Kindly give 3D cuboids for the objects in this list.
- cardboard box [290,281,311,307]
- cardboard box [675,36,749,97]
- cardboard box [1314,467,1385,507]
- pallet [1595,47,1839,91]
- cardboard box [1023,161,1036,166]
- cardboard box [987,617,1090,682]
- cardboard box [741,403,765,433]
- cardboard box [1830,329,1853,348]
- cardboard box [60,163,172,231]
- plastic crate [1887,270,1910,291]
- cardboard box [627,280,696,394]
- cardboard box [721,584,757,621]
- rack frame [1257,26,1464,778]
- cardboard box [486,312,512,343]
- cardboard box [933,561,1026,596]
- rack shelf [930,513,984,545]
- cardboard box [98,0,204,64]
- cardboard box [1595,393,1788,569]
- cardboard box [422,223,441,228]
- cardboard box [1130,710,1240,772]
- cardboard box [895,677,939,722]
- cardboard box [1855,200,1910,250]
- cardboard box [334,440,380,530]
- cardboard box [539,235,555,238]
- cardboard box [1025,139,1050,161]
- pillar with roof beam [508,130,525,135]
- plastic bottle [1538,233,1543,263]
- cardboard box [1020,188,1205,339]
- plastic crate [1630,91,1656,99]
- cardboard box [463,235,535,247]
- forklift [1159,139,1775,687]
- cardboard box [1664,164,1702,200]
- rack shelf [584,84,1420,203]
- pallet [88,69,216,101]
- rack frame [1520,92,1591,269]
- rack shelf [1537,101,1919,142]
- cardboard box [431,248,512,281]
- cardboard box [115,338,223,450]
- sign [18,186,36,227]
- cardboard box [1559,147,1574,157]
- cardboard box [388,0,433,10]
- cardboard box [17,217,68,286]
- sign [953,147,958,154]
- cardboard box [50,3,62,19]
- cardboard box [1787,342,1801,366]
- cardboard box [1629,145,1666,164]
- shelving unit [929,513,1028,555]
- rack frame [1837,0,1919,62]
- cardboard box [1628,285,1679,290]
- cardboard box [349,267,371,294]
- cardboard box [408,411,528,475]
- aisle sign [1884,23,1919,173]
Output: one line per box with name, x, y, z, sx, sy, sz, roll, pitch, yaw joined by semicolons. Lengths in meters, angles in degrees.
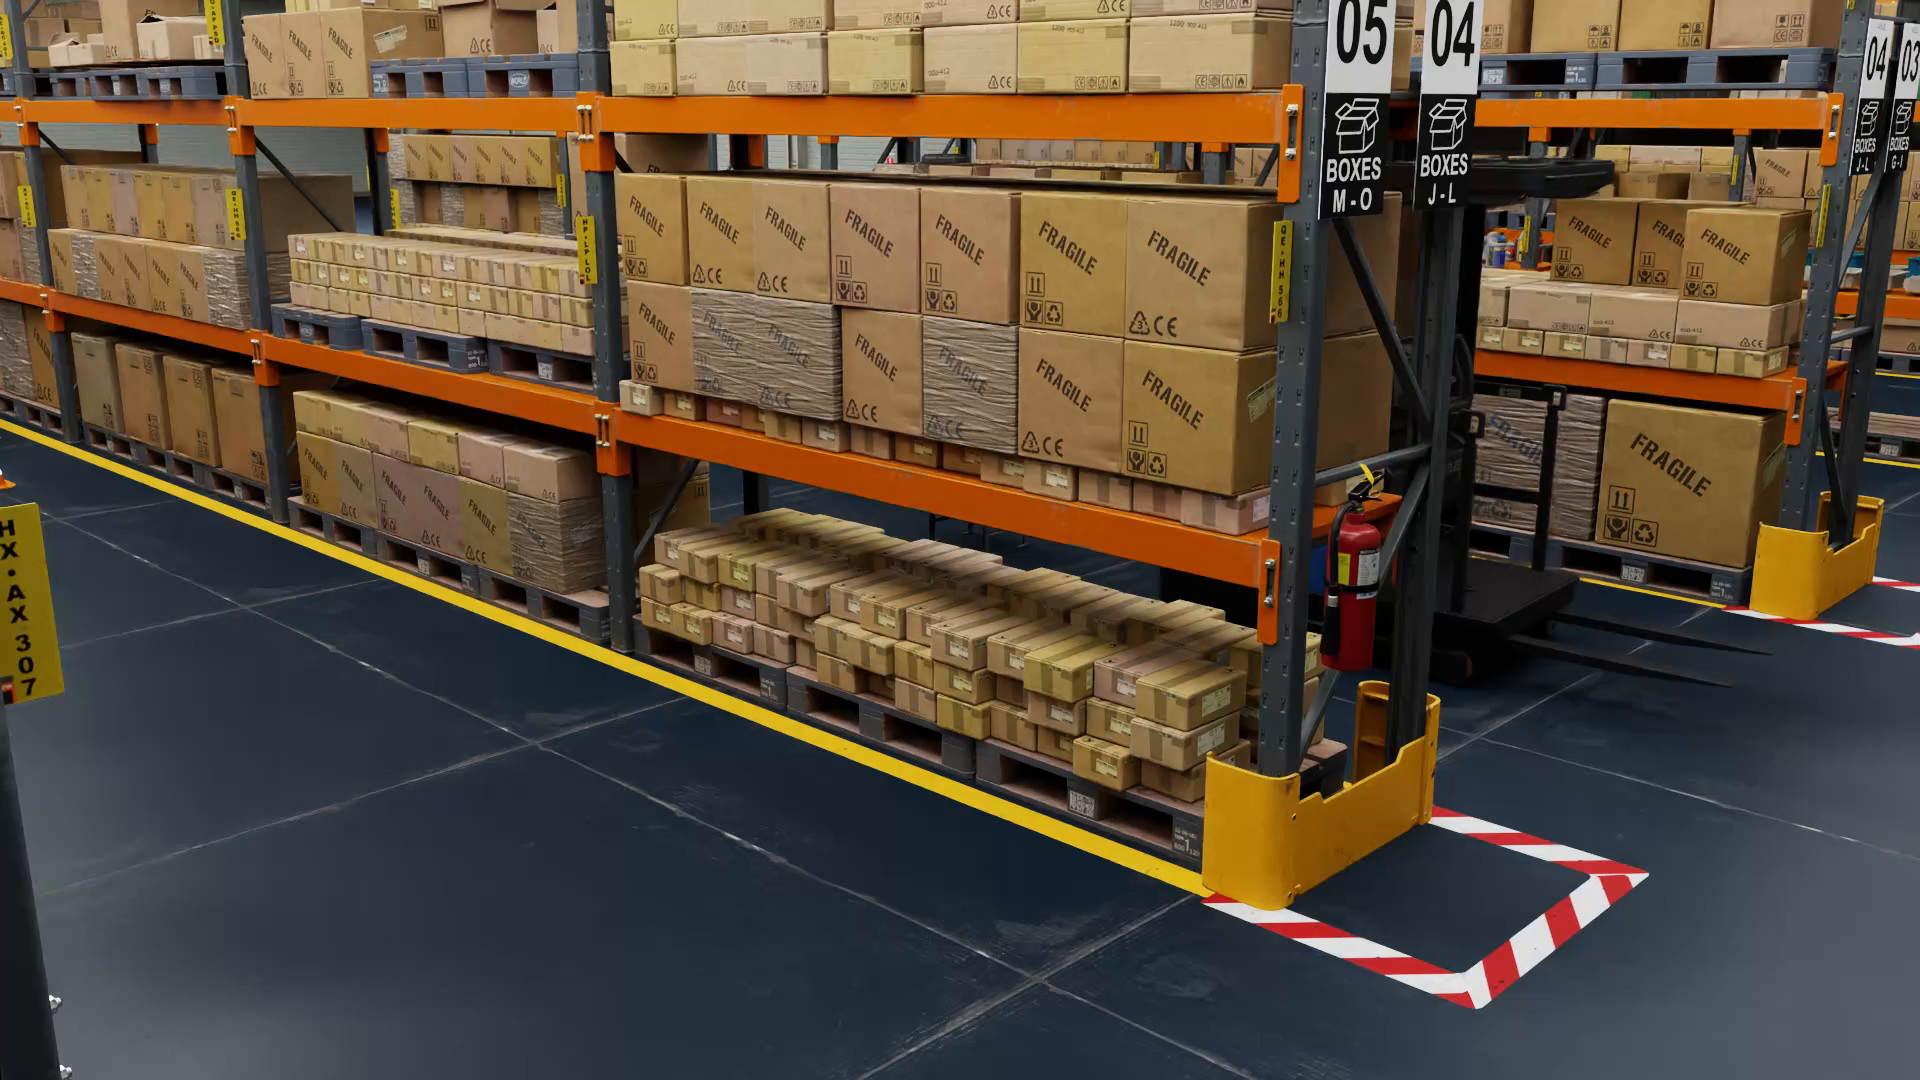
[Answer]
cardboard box;-4.135;-1.620;10.867;0.250;0.149;0.380;13;20;41
cardboard box;-0.920;-2.118;7.459;0.500;0.250;0.500;13;20;41
cardboard box;1.437;-0.248;6.434;0.250;0.149;0.380;13;20;42
pallet;4.416;-2.673;9.467;1.213;0.211;1.003;14;20;42
cardboard box;1.196;-5.808;25.788;0.250;0.149;0.380;13;19;40
cardboard box;0.327;0.455;6.879;0.250;0.149;0.380;13;19;40
cardboard box;-0.803;-0.606;7.806;0.250;0.149;0.380;13;19;40
cardboard box;9.739;-2.213;18.224;0.250;0.166;0.380;14;20;42
cardboard box;-6.835;-2.800;13.548;0.500;0.500;0.700;13;20;41
plastic crate;7.484;-2.100;13.446;0.243;0.136;0.396;14;20;42
cardboard box;-1.256;-1.014;8.085;0.500;0.500;0.500;13;20;41
cardboard box;-0.954;0.264;8.200;0.250;0.149;0.380;14;20;42
rack frame;1.442;-0.254;5.956;0.127;3.000;1.000;14;20;42
cardboard box;-2.406;-1.202;9.262;0.250;0.149;0.380;12;19;39
cardboard box;0.092;0.228;7.749;0.250;0.149;0.380;14;20;42
rack shelf;0.119;-0.297;10.736;0.480;0.518;0.431;14;20;42
cardboard box;-5.763;-3.659;11.846;0.500;0.500;0.500;14;20;42
cardboard box;4.441;-0.409;9.933;0.875;0.875;0.875;14;20;42
cardboard box;-5.990;-3.588;19.251;0.250;0.149;0.380;14;20;42
cardboard box;0.864;0.738;6.381;0.250;0.149;0.380;13;19;41
cardboard box;-0.064;0.654;7.293;0.380;0.149;0.250;-14;20;-43
cardboard box;9.864;-3.366;17.705;0.500;0.500;0.500;14;20;42
cardboard box;-3.620;-0.390;10.604;0.500;0.500;0.500;14;20;43
cardboard box;-4.213;-3.144;17.550;0.250;0.149;0.380;14;20;42
cardboard box;1.429;-6.138;25.767;0.500;0.500;0.700;14;20;42
pillar with roof beam;-15.407;-12.990;42.939;0.400;9.000;9.100;14;20;42
plastic bottle;5.548;-2.820;16.039;0.133;0.283;0.061;14;20;42
cardboard box;0.575;-1.053;6.254;0.500;0.500;0.500;13;19;40
plastic crate;6.031;-4.065;15.055;0.662;0.188;0.450;14;20;42
cardboard box;-2.914;-1.841;10.535;0.250;0.149;0.380;14;20;42
forklift;2.561;-0.825;8.411;3.031;2.867;1.129;12;19;39
cardboard box;10.412;-5.124;23.819;0.500;0.500;0.500;14;20;42
rack shelf;0.003;-1.707;7.012;4.000;0.370;1.077;14;20;42
pallet;-5.624;-3.312;12.120;1.003;0.211;1.213;-13;20;-42
rack frame;5.516;-2.735;15.481;0.127;3.000;1.000;14;20;42
rack shelf;6.956;-3.489;13.850;4.000;0.370;1.077;14;20;42
cardboard box;-2.799;-1.586;9.556;0.250;0.149;0.380;13;19;40
cardboard box;-5.995;-1.206;13.242;0.750;0.750;1.050;14;20;42
sign;-7.580;-2.710;13.510;0.005;0.325;0.100;14;20;42
cardboard box;9.244;-5.864;25.130;0.250;0.149;0.380;11;18;35
cardboard box;-3.466;-3.413;10.418;0.258;0.266;0.396;14;20;42
cardboard box;-7.470;-2.489;14.237;0.550;0.550;0.875;14;20;42
sign;-0.071;-6.091;26.487;0.005;0.325;0.100;14;20;42
cardboard box;-7.589;-4.535;14.326;0.250;0.149;0.380;13;20;42
cardboard box;4.931;-1.137;9.844;0.250;0.149;0.380;14;20;43
cardboard box;10.048;-5.578;24.076;0.500;0.250;0.500;13;20;41
shelving unit;0.119;-0.987;10.556;0.503;2.100;0.431;14;20;42
rack frame;4.958;-4.039;8.587;0.127;3.000;1.000;14;20;42
cardboard box;4.421;-1.430;10.180;0.500;0.250;0.500;13;20;42
cardboard box;-3.535;-1.621;10.279;0.250;0.149;0.380;14;20;42
cardboard box;-2.900;-0.577;9.834;0.500;0.250;0.500;13;19;40
aisle sign;5.218;-2.436;9.176;0.004;0.787;0.394;14;20;42
